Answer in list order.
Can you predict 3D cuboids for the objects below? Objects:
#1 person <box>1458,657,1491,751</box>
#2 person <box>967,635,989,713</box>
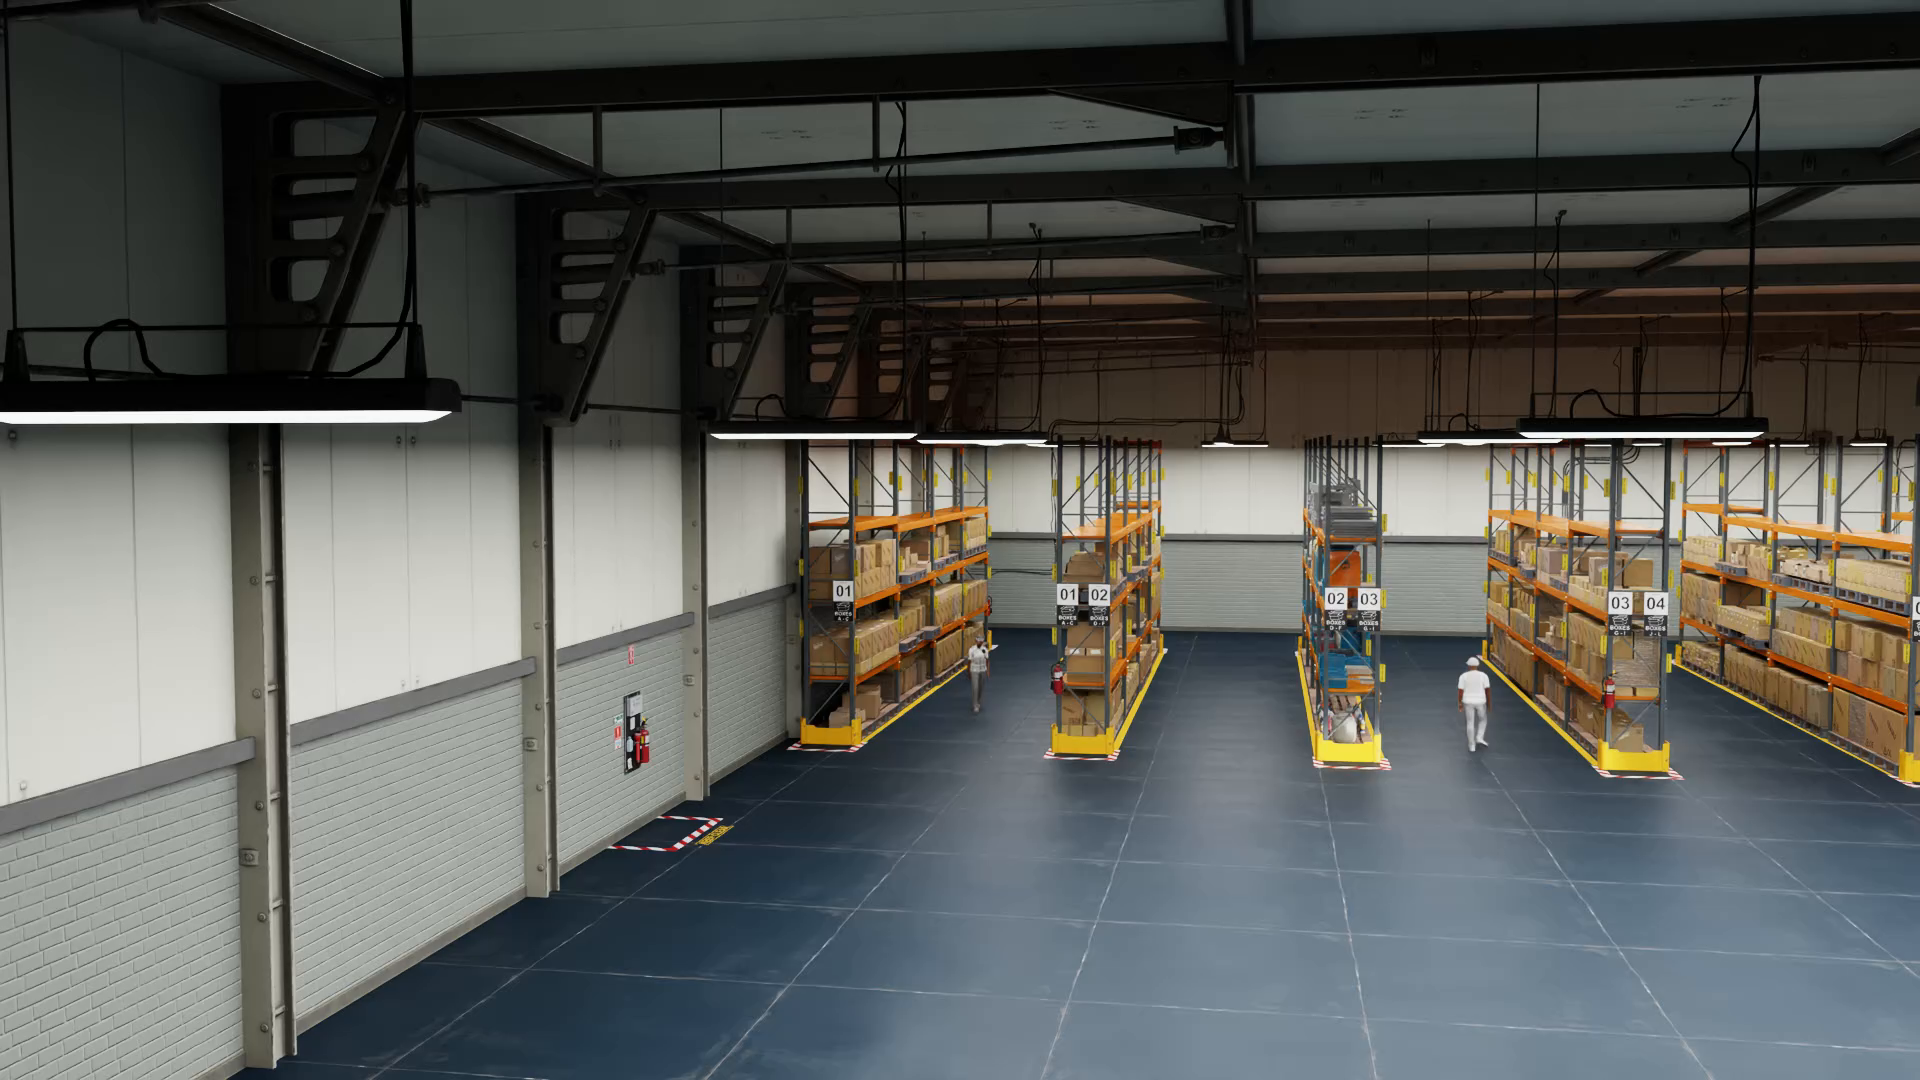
[{"bbox_3d":[9.813,3.119,31.703,0.615,1.752,0.476,1,3,23],"label":"person"},{"bbox_3d":[0.411,2.907,36.484,0.492,1.650,0.811,-1,3,-23],"label":"person"}]
